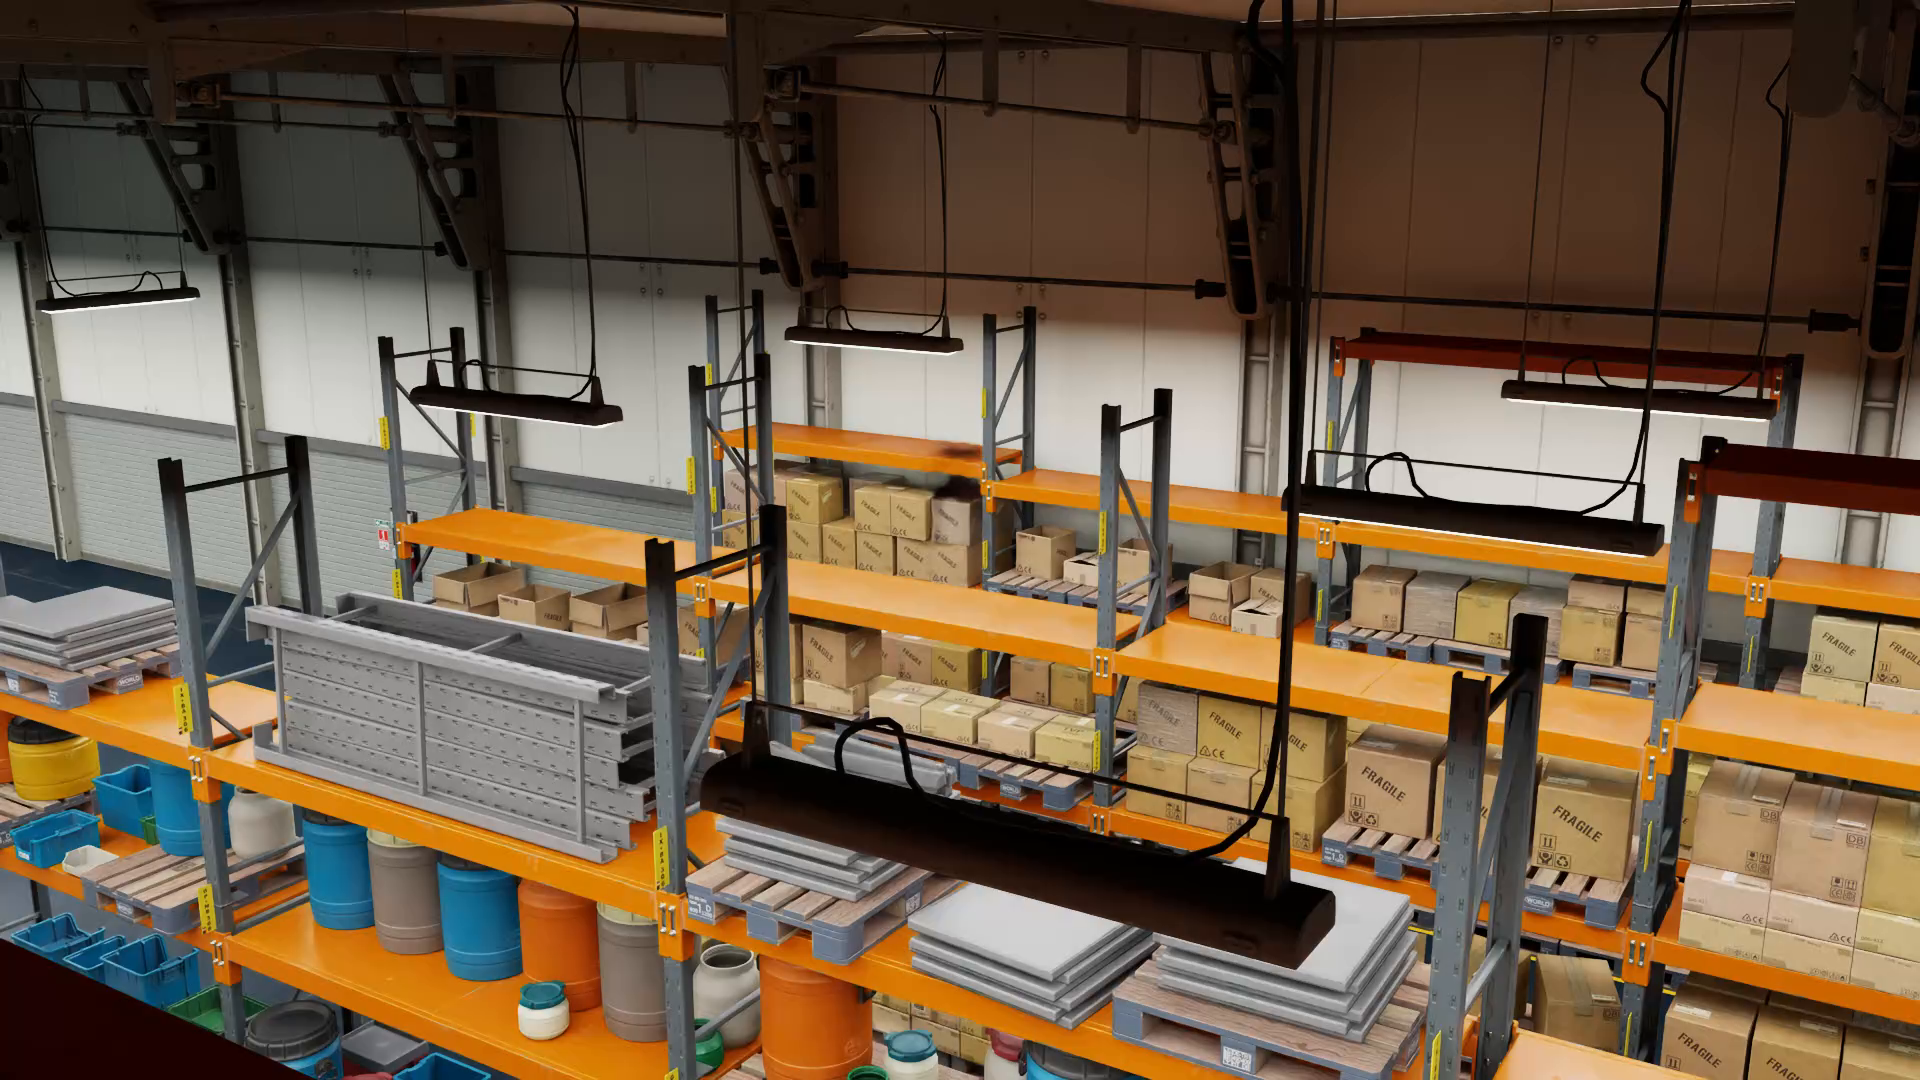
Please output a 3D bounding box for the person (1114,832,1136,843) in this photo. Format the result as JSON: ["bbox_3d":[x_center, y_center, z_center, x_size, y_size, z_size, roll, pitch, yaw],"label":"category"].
[{"bbox_3d":[1.440,3.446,15.812,0.947,1.784,0.564,9,16,32],"label":"person"}]
